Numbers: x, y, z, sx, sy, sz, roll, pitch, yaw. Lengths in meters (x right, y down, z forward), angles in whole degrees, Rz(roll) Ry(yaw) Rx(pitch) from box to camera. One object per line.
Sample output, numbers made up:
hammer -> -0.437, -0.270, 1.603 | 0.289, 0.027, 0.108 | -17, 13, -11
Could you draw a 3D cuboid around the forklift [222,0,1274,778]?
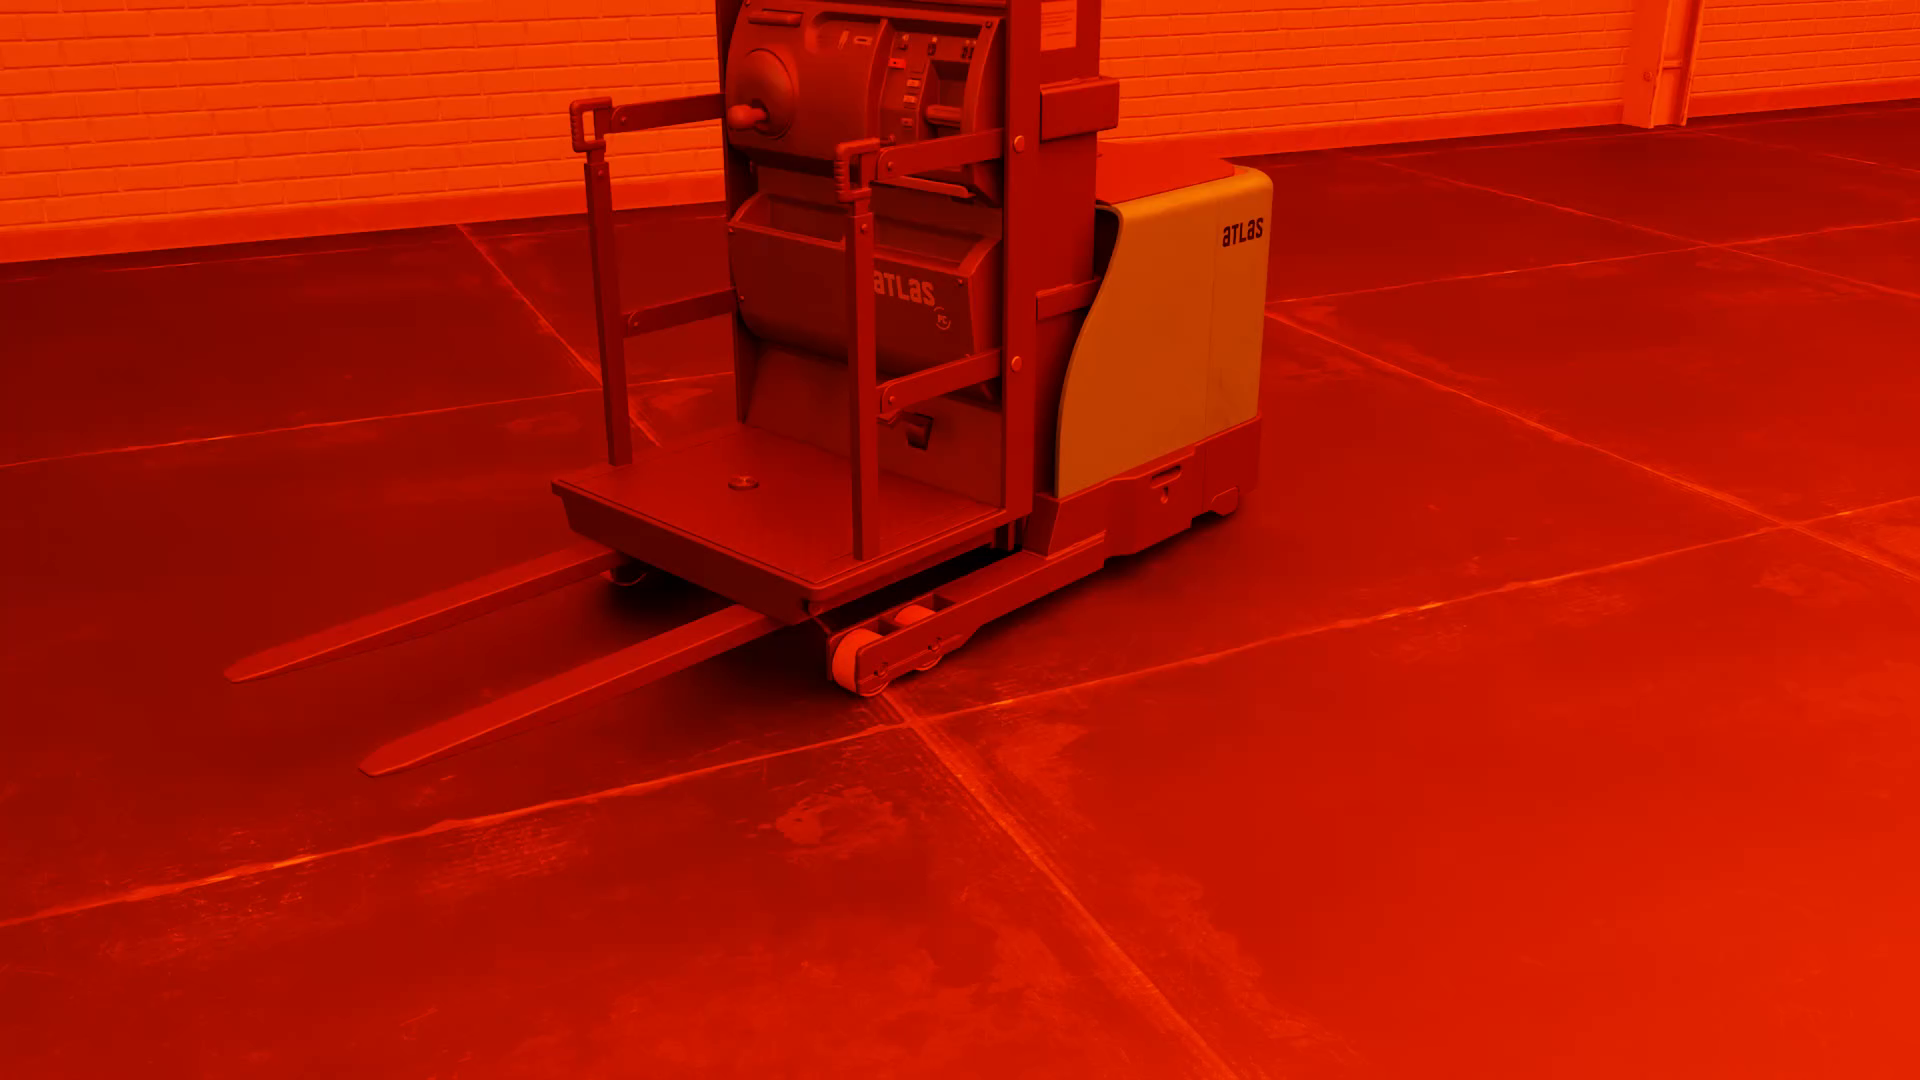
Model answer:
forklift -> -0.413, -1.182, 4.131 | 1.130, 2.935, 3.031 | 19, 29, 39
